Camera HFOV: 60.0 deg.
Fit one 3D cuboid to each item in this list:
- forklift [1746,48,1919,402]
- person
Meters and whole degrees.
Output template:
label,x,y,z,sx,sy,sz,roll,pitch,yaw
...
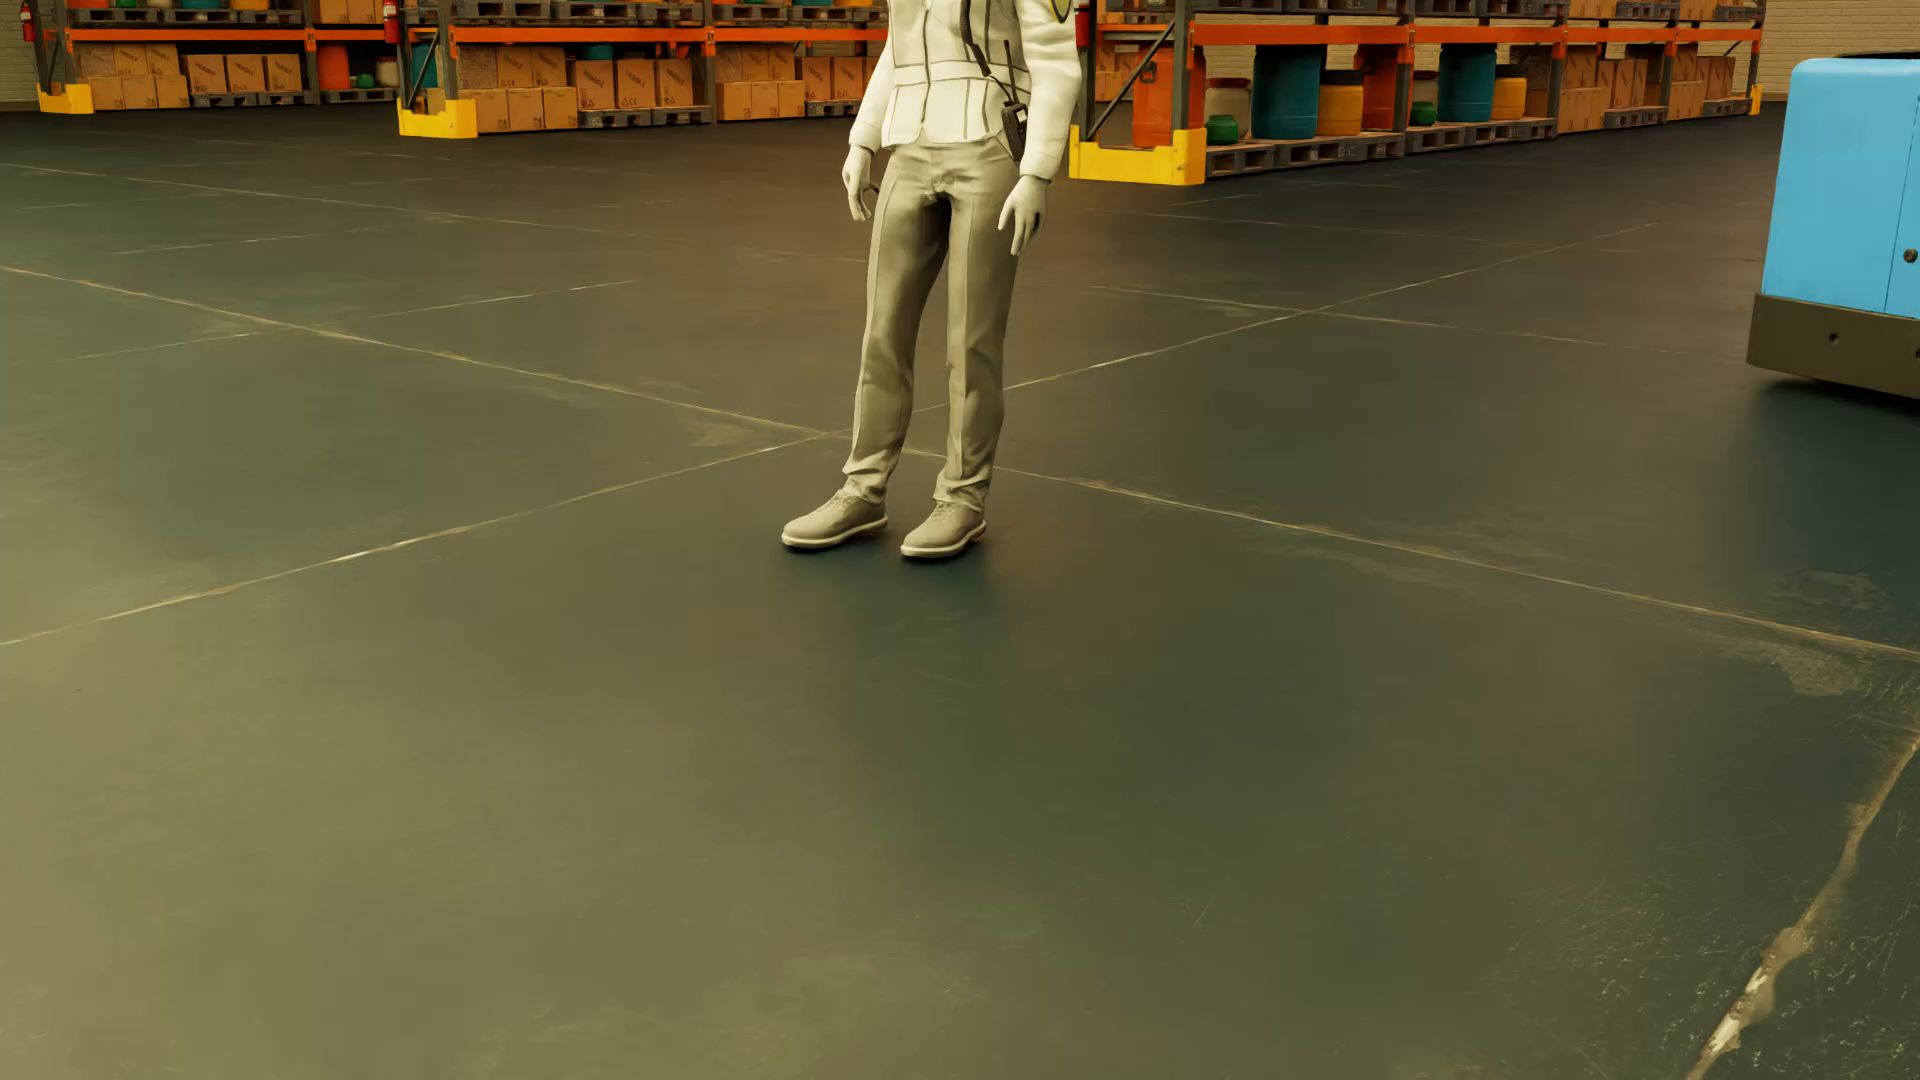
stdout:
label,x,y,z,sx,sy,sz,roll,pitch,yaw
forklift,4.246,-1.996,5.472,3.031,2.935,1.130,-8,19,-24
person,-0.049,-0.803,3.647,0.586,1.694,0.530,13,21,37
